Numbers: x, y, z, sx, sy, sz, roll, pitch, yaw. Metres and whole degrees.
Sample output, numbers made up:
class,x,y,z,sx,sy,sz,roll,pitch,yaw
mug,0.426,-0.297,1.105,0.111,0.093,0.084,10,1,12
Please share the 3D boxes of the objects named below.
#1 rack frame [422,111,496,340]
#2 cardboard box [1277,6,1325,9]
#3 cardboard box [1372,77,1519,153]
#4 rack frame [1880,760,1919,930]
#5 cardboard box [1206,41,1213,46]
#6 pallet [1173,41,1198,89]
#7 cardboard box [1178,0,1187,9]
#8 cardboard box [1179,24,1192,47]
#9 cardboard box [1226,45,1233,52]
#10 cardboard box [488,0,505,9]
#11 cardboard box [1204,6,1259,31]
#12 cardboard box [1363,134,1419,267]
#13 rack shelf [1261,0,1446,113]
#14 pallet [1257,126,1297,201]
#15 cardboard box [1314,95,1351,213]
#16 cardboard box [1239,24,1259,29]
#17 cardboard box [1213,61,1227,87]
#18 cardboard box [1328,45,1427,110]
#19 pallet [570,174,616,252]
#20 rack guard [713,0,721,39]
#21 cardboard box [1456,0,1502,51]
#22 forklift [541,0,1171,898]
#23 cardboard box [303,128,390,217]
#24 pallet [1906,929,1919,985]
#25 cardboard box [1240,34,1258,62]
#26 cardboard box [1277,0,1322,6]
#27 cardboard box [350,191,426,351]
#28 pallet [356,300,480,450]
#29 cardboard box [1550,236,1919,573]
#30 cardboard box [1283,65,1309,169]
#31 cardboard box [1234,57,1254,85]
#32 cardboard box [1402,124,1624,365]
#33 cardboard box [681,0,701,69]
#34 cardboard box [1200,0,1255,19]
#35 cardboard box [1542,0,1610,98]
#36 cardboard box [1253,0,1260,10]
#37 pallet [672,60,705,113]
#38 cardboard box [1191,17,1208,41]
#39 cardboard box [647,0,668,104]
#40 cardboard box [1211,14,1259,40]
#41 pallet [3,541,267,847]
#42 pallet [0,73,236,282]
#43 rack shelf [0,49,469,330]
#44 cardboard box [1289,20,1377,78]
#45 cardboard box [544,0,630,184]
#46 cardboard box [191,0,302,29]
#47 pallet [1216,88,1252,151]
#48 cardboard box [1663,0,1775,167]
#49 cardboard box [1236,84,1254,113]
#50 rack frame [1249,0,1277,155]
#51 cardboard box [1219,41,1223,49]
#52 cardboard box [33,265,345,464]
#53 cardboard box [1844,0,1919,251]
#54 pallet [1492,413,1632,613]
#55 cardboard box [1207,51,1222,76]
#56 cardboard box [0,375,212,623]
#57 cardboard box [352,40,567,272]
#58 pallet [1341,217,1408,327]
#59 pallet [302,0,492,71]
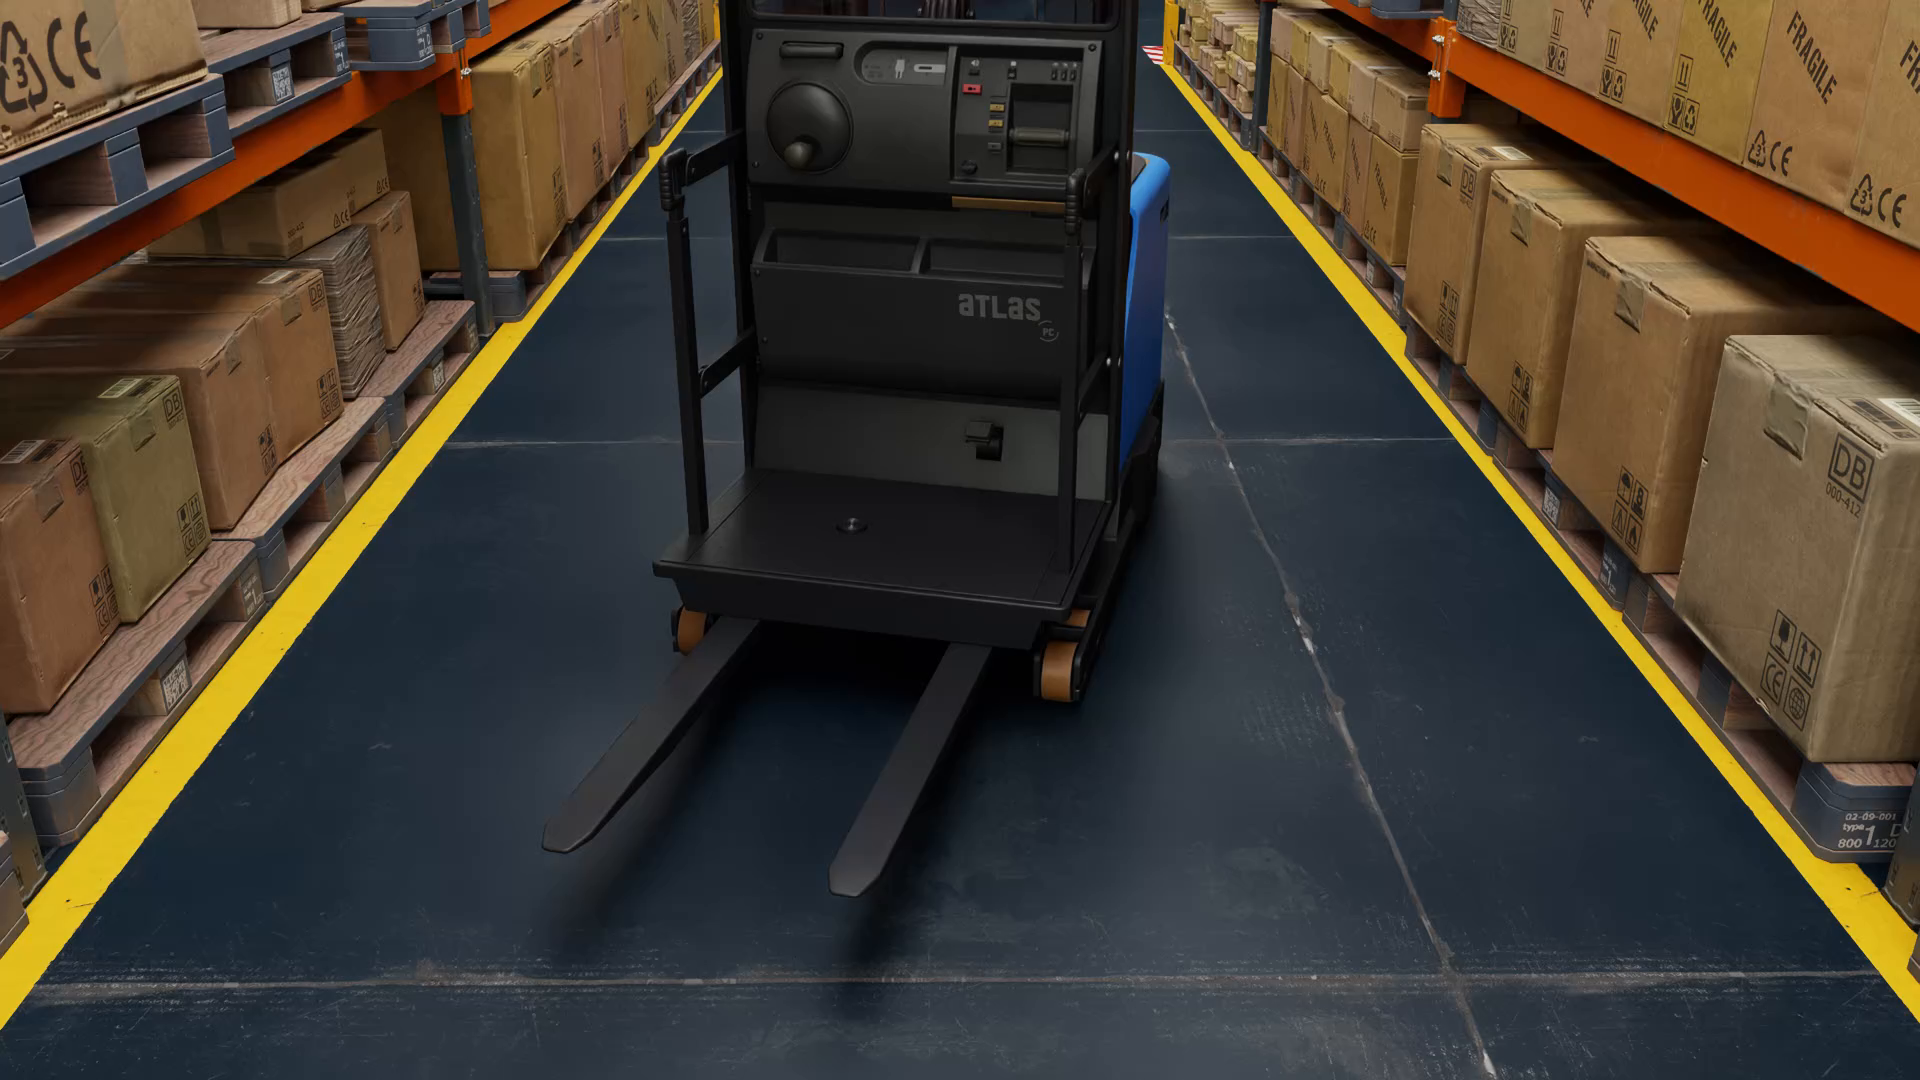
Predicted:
class,x,y,z,sx,sy,sz,roll,pitch,yaw
rack frame,-2.527,-2.251,6.588,1.000,3.000,0.127,0,24,-1
cardboard box,2.571,-3.938,12.546,0.380,0.149,0.250,-1,24,-2
cardboard box,2.164,-1.907,7.440,0.500,0.250,0.500,-1,24,-2
rack frame,2.477,-0.584,2.901,1.000,3.000,0.127,0,24,-1
cardboard box,2.118,-3.783,12.925,0.380,0.149,0.250,0,24,0
pallet,2.321,-3.892,13.599,1.003,0.211,1.213,0,24,-1
cardboard box,2.013,-4.475,13.731,0.380,0.149,0.250,-1,24,-3
cardboard box,2.032,-4.204,13.854,0.380,0.149,0.250,0,24,1
cardboard box,2.106,-3.467,11.865,0.380,0.149,0.250,0,24,1
cardboard box,-2.260,-2.498,7.013,0.500,0.500,0.500,0,24,1
cardboard box,2.047,-3.932,12.532,0.380,0.149,0.250,0,24,0
cardboard box,2.165,-1.554,7.571,0.500,0.500,0.500,0,24,-1
rack shelf,2.412,-2.728,8.515,1.077,0.370,4.000,0,24,-1
pallet,2.400,-2.289,10.055,1.003,0.211,1.213,0,24,-1
cardboard box,2.141,-1.986,8.525,0.500,0.500,0.500,-1,24,-3
cardboard box,2.149,-3.504,11.586,0.380,0.149,0.250,1,24,1
cardboard box,2.034,-3.359,11.987,0.380,0.149,0.250,0,24,-1
cardboard box,2.158,-2.324,8.363,0.500,0.250,0.500,0,24,1
pallet,-2.471,-1.807,8.990,1.003,0.211,1.213,0,24,-1
rack guard,-2.615,-4.419,14.414,1.175,0.500,0.348,0,24,-1
cardboard box,2.169,-2.091,6.113,0.500,0.500,0.500,0,24,0
forklift,-0.152,-1.086,4.094,1.130,2.935,3.031,6,25,13
cardboard box,-2.490,-1.379,6.248,0.500,0.250,0.500,1,24,2
pallet,2.408,1.001,2.782,1.003,0.211,1.213,0,24,-1
cardboard box,2.084,-3.294,11.122,0.380,0.149,0.250,0,24,0
cardboard box,2.620,-4.158,13.032,0.380,0.149,0.250,-1,24,-3
cardboard box,-2.500,-1.037,6.402,0.700,0.500,0.500,-2,24,-3
pallet,-2.520,-0.659,6.450,1.003,0.211,1.213,0,24,-1
cardboard box,2.374,-0.403,4.721,1.050,0.750,0.750,0,24,-1
cardboard box,2.140,-2.409,9.460,0.500,0.500,0.500,1,24,2
cardboard box,2.053,-3.148,11.159,0.380,0.149,0.250,-1,24,-3
cardboard box,2.350,-1.147,6.366,1.050,0.750,0.750,-1,24,-1
cardboard box,-2.517,-4.133,12.816,0.875,0.875,0.875,0,24,-1
cardboard box,2.096,-4.155,13.025,0.380,0.149,0.250,-1,24,-3
cardboard box,2.182,-1.674,5.190,0.500,0.500,0.500,0,24,-1
cardboard box,2.551,-4.371,13.503,0.380,0.149,0.250,0,24,0
pallet,-2.517,-3.447,12.615,1.003,0.211,1.213,0,24,-1
cardboard box,2.028,-4.020,13.086,0.380,0.149,0.250,0,24,1
cardboard box,-2.498,-3.395,11.186,0.875,0.875,0.875,0,24,-1
cardboard box,2.038,-3.726,12.077,0.380,0.149,0.250,-1,24,-2
pallet,-2.493,0.347,4.227,1.003,0.211,1.213,0,24,-1
pallet,-2.346,-0.831,3.681,1.003,0.211,1.213,0,24,-1
rack shelf,-2.505,-1.099,4.914,1.077,0.370,4.000,0,24,-1
cardboard box,2.142,-2.749,9.302,0.500,0.250,0.500,0,24,1
cardboard box,-2.533,-2.491,9.186,1.225,0.875,0.875,-1,24,-2
cardboard box,-2.239,-1.696,5.012,0.396,0.266,0.258,-1,24,-2
pallet,2.347,-2.886,11.376,1.003,0.211,1.213,0,24,-1
cardboard box,2.193,-1.260,4.274,0.500,0.500,0.500,0,24,0
cardboard box,2.045,-2.933,11.044,0.380,0.149,0.250,0,24,0
rack frame,2.390,-3.880,10.189,1.000,3.000,0.127,0,24,-1
cardboard box,2.170,-3.799,12.599,0.380,0.149,0.250,1,24,2
cardboard box,-2.468,-0.575,5.380,0.700,0.500,0.500,2,24,4
cardboard box,2.204,-0.843,3.353,0.500,0.500,0.500,0,24,-1
pallet,2.377,-0.135,5.292,1.003,0.211,1.213,0,24,-1
cardboard box,2.062,-3.566,12.445,0.380,0.149,0.250,0,24,-1
cardboard box,-2.455,-0.114,4.362,0.700,0.500,0.500,0,24,-1
cardboard box,-2.514,-1.759,7.568,1.225,0.875,0.875,-1,24,-3
pallet,2.427,-1.283,7.832,1.003,0.211,1.213,0,24,-1
pallet,-2.413,-1.871,5.979,1.213,0.211,1.003,0,24,-1
